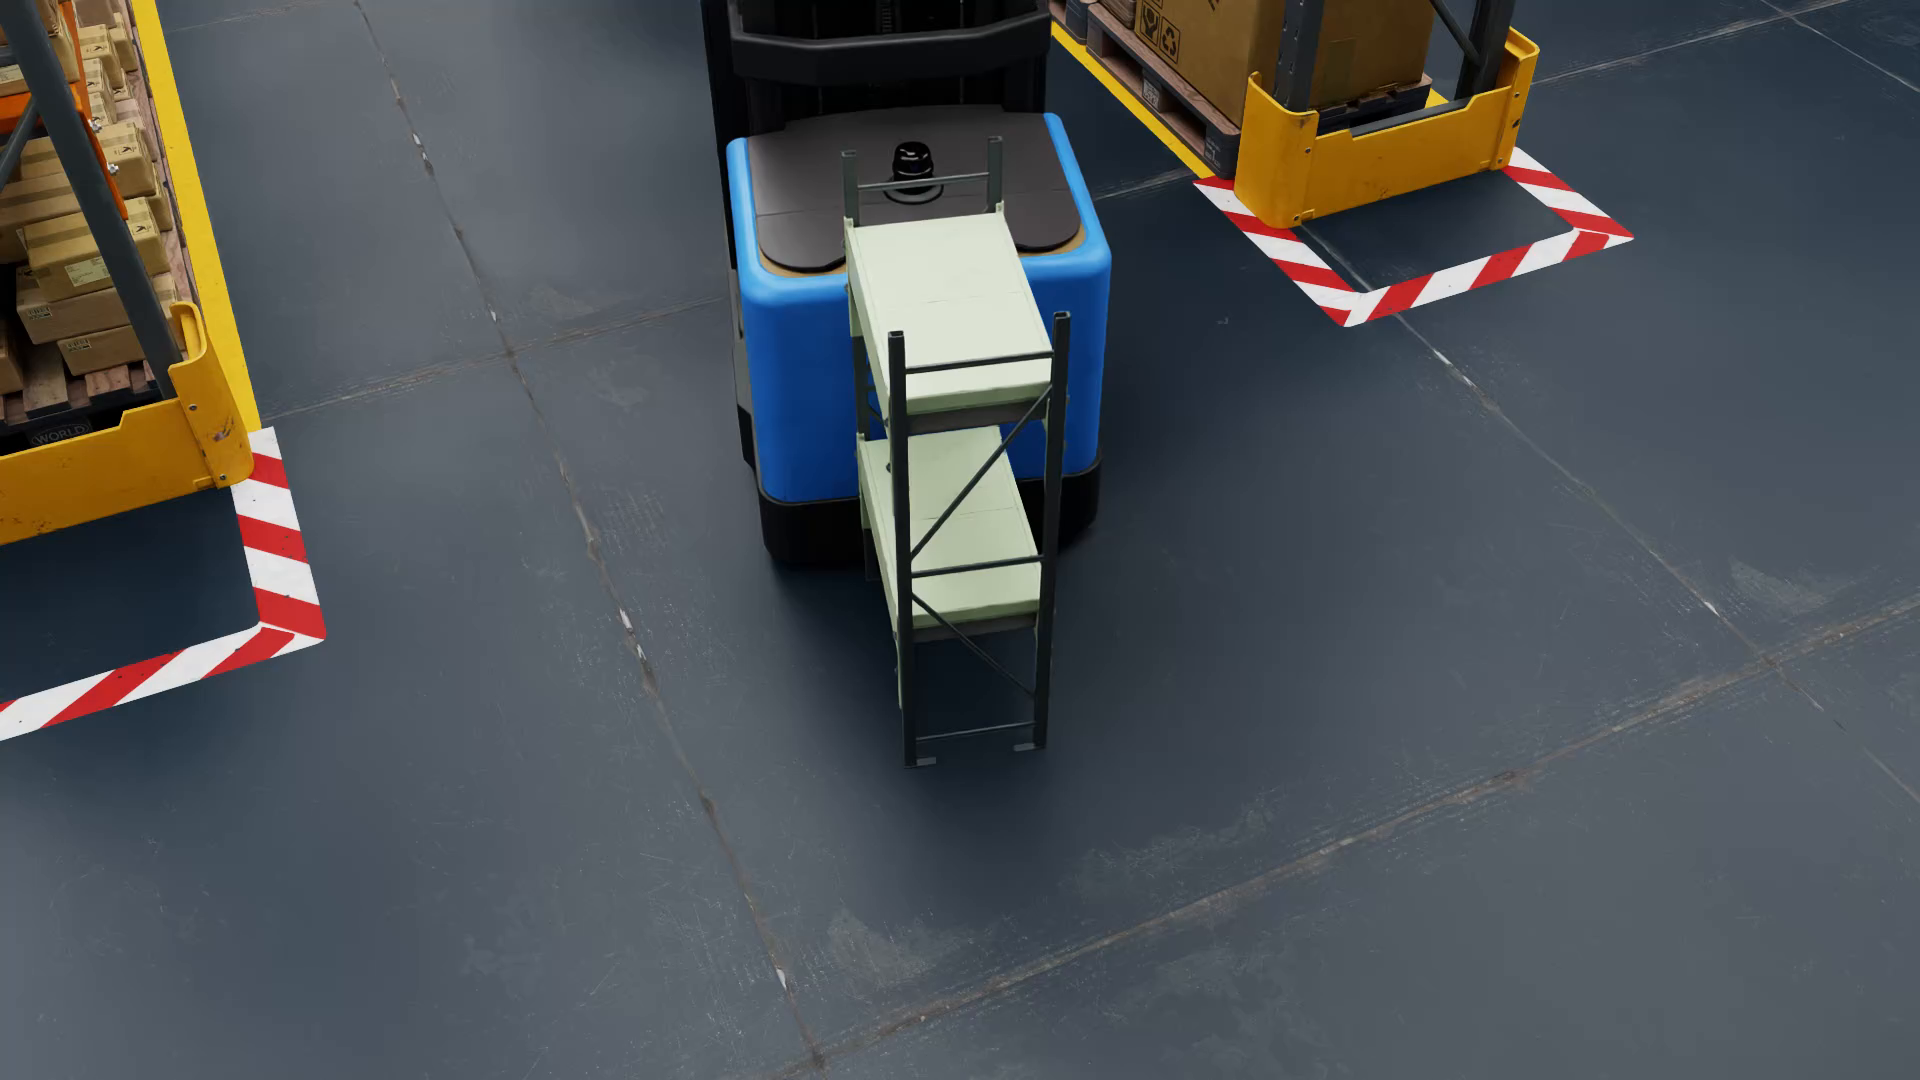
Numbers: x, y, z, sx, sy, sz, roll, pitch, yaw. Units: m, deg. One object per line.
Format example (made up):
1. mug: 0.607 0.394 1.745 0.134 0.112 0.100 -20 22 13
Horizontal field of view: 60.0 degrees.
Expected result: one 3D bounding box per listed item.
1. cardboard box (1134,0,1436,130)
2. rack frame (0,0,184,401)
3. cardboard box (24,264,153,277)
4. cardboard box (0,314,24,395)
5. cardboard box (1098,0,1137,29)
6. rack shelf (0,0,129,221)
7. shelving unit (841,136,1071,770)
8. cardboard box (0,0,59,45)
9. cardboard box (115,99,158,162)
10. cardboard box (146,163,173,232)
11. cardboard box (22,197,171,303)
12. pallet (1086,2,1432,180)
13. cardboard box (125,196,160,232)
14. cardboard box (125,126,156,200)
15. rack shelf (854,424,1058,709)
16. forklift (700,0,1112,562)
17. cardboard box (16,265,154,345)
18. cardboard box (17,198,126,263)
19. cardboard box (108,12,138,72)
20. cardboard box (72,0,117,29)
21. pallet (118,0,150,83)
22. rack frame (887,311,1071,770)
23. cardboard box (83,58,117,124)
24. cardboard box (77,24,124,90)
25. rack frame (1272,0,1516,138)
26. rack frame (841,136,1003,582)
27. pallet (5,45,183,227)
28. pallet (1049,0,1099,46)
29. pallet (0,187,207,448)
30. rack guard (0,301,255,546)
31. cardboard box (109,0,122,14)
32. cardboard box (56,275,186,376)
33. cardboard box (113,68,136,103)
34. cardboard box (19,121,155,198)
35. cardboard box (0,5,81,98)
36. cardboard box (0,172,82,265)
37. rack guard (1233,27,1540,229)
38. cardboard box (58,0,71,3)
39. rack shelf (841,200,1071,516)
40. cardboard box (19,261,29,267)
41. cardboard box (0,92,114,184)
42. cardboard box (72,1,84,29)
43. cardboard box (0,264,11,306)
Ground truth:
1. cardboard box: 1.324 -2.337 6.697 0.875 0.875 0.875 -18 47 -17
2. rack frame: -2.877 -1.159 4.289 1.000 3.000 0.127 -18 47 -17
3. cardboard box: -2.991 -0.865 5.722 0.380 0.149 0.250 -18 47 -18
4. cardboard box: -3.287 -0.568 5.421 0.380 0.149 0.250 -17 47 -17
5. cardboard box: 0.942 -2.917 7.284 0.875 0.875 0.875 -18 47 -17
6. rack shelf: -3.718 -2.178 5.834 1.077 0.370 4.000 -18 47 -17
7. shelving unit: -0.025 -0.184 4.369 0.431 1.500 0.755 -8 45 -8
8. cardboard box: -2.815 -1.668 4.522 0.500 0.500 0.500 -16 47 -16
9. cardboard box: -3.329 -1.535 6.401 0.380 0.149 0.250 -20 48 -19
10. cardboard box: -3.110 -1.217 6.078 0.380 0.149 0.250 -17 47 -17
11. cardboard box: -2.789 -0.940 5.374 0.380 0.149 0.250 -20 48 -19
12. pallet: 1.259 -2.054 7.181 1.003 0.211 1.213 -18 47 -17
13. cardboard box: -2.928 -1.001 5.648 0.380 0.149 0.250 -18 47 -18
14. cardboard box: -3.121 -1.326 5.977 0.380 0.149 0.250 -17 47 -16
15. rack shelf: -0.025 0.048 4.598 0.431 0.370 0.720 -8 45 -8
16. forklift: -0.302 -2.020 5.211 1.130 2.935 3.031 -6 45 -6
17. cardboard box: -2.864 -0.810 5.454 0.380 0.149 0.250 -16 47 -16
18. cardboard box: -3.111 -1.131 5.779 0.380 0.149 0.250 -17 47 -17
19. cardboard box: -3.649 -2.034 6.907 0.380 0.149 0.250 -18 47 -17
20. cardboard box: -3.558 -2.095 6.545 0.380 0.149 0.250 -20 48 -19
21. pallet: -4.244 -2.298 7.429 1.003 0.211 1.213 -18 47 -17
22. rack frame: 0.043 0.069 4.113 0.400 1.500 0.023 -8 45 -8
23. cardboard box: -3.291 -1.592 6.035 0.380 0.149 0.250 -16 47 -16
24. cardboard box: -3.360 -1.773 6.218 0.380 0.149 0.250 -17 47 -17
25. rack frame: 1.666 -2.560 5.709 1.000 3.000 0.127 -18 47 -17
26. rack frame: -0.092 -0.437 4.625 0.400 1.500 0.023 -8 45 -8
27. pallet: -3.727 -1.520 6.640 1.003 0.211 1.213 -18 47 -17
28. pallet: 0.750 -2.830 7.968 1.003 0.211 1.213 -18 47 -17
29. pallet: -3.218 -0.743 5.853 1.003 0.211 1.213 -18 47 -17
30. rack guard: -2.909 -0.318 5.216 1.175 0.500 0.348 -18 47 -17
31. cardboard box: -3.881 -2.354 7.231 0.380 0.149 0.250 -20 48 -19
32. cardboard box: -2.806 -0.722 5.577 0.380 0.149 0.250 -17 47 -17
33. cardboard box: -3.469 -1.704 6.572 0.380 0.149 0.250 -18 47 -17
34. cardboard box: -3.003 -1.279 5.717 0.380 0.149 0.250 -18 47 -18
35. cardboard box: -2.715 -1.373 4.685 0.380 0.149 0.250 -18 48 -18
36. cardboard box: -3.014 -1.080 5.516 0.380 0.149 0.250 -17 47 -17
37. rack guard: 1.676 -1.655 6.571 1.175 0.500 0.348 -18 47 -17
38. cardboard box: -2.925 -1.710 5.027 0.380 0.149 0.250 -19 48 -19
39. rack shelf: -0.025 -0.462 4.095 0.431 0.370 0.720 -8 45 -8
40. cardboard box: -3.101 -1.021 5.880 0.380 0.149 0.250 -18 47 -17
41. cardboard box: -3.183 -1.412 5.853 0.380 0.149 0.250 -20 48 -19
42. cardboard box: -3.553 -1.905 6.352 0.380 0.149 0.250 -18 47 -17
43. cardboard box: -3.520 -0.896 5.753 0.380 0.149 0.250 -18 47 -18
